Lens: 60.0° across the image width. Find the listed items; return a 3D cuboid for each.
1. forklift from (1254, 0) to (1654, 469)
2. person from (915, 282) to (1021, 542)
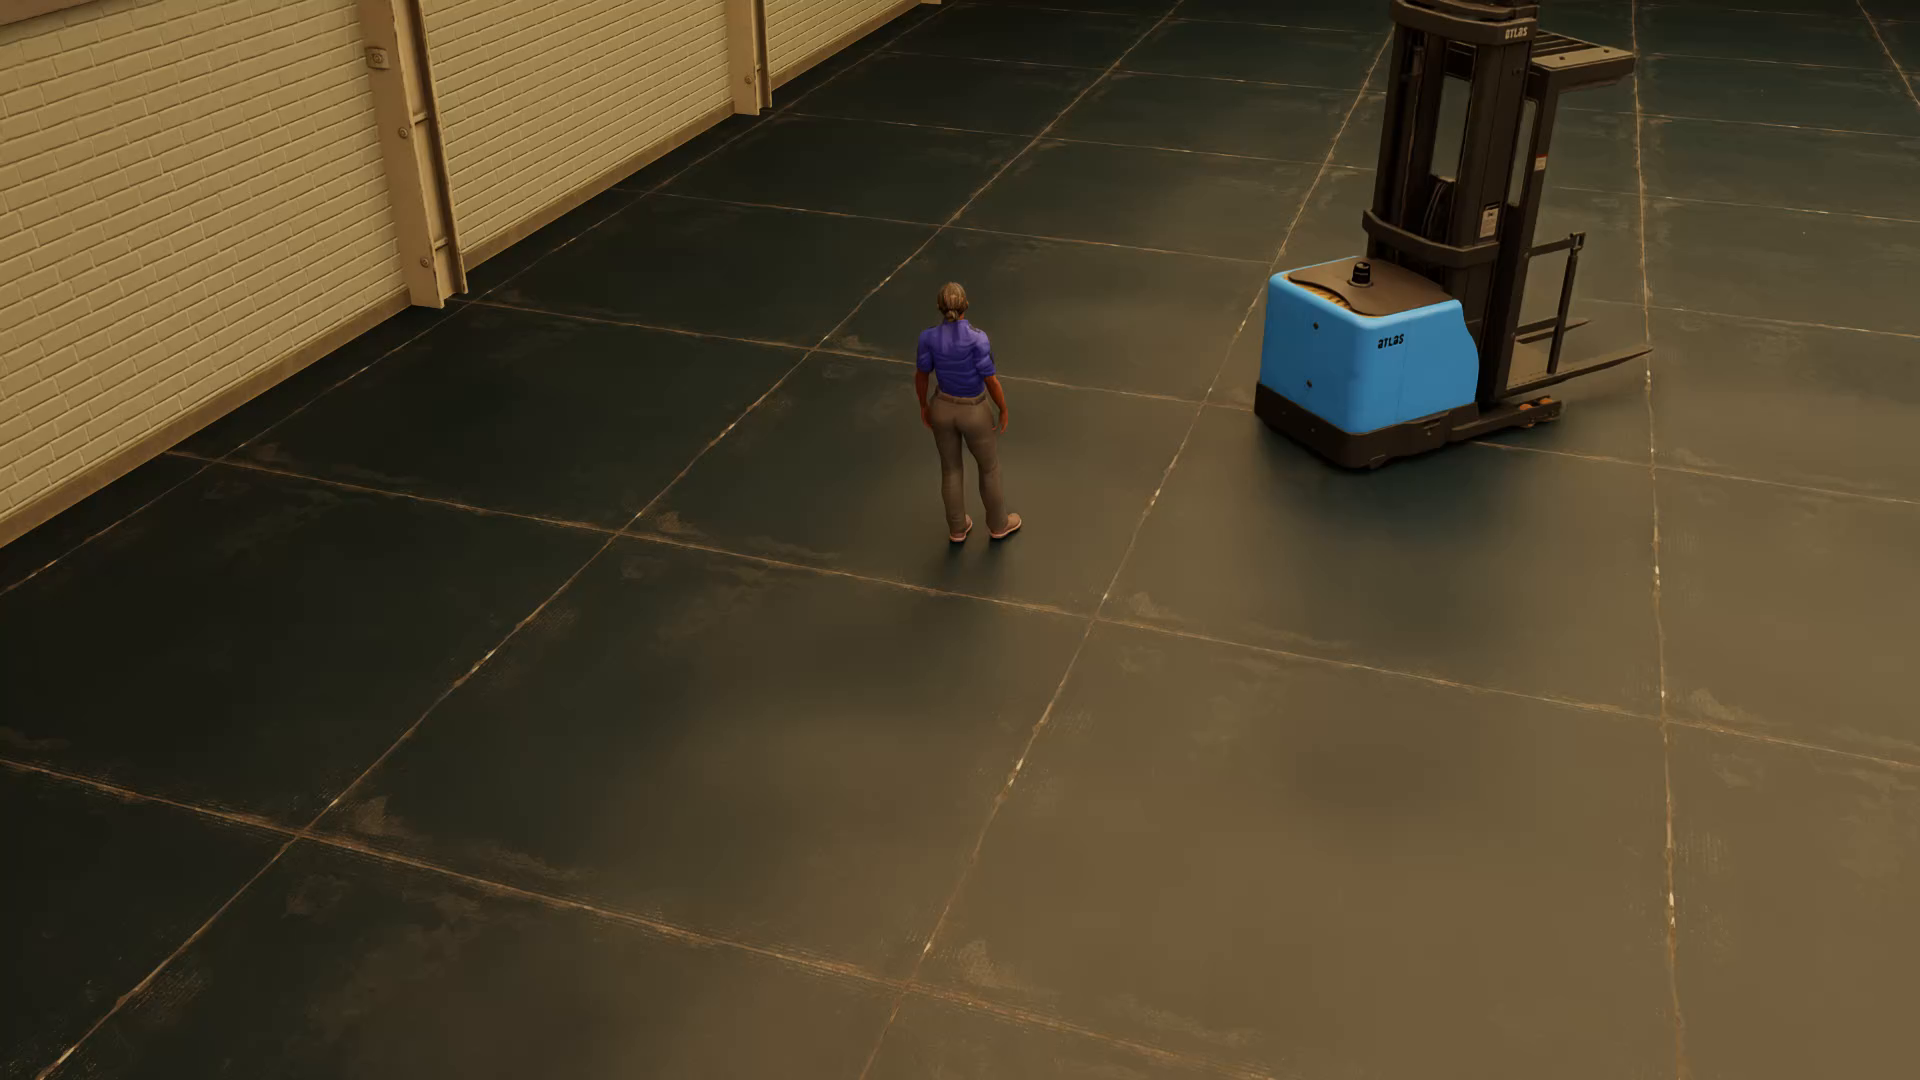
[{"bbox_3d":[3.572,-2.253,11.089,3.031,2.935,1.130,-16,33,-25],"label":"forklift"},{"bbox_3d":[0.047,-0.763,9.750,0.570,1.656,0.503,10,31,16],"label":"person"}]
